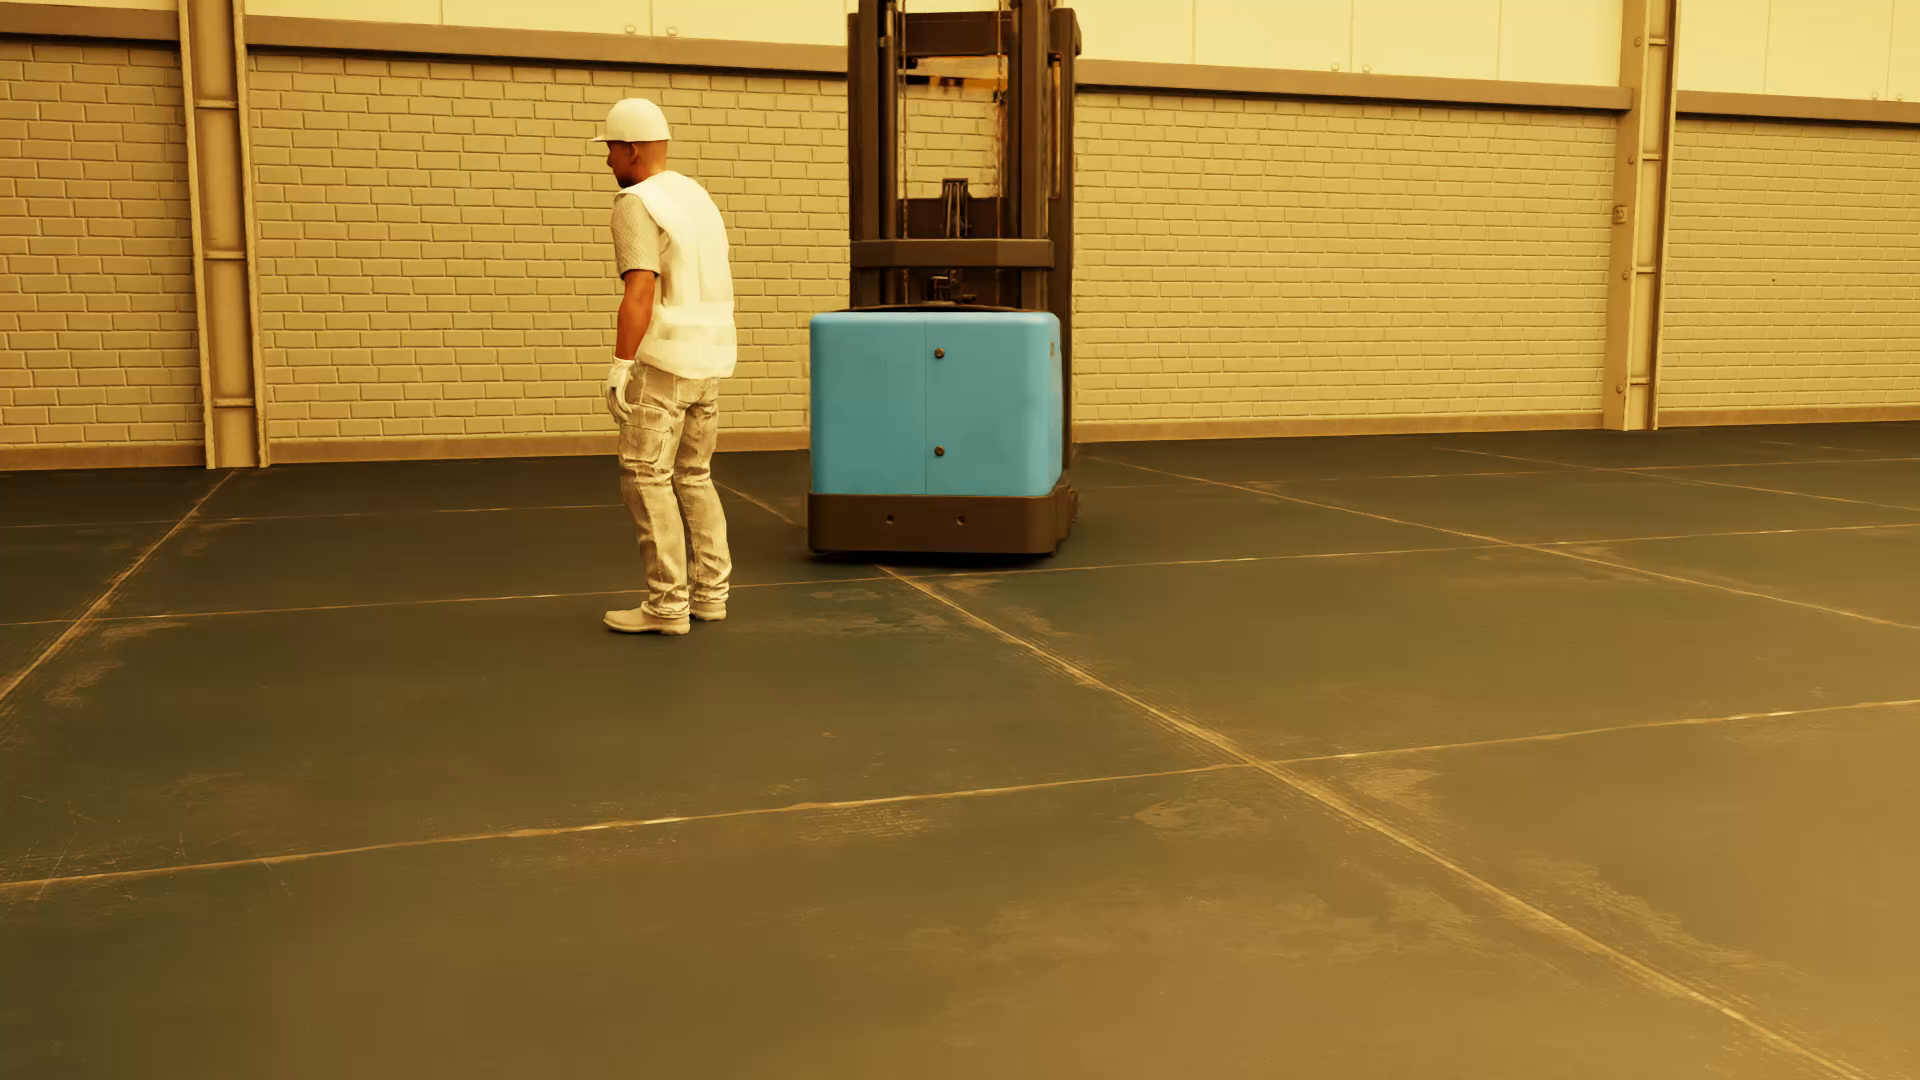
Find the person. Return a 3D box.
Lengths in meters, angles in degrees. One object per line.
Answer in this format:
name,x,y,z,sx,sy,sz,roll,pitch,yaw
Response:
person,-0.999,-0.579,5.616,0.451,1.773,0.624,3,8,19

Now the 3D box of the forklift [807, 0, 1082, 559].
forklift,0.034,-1.532,8.312,1.130,2.935,3.031,1,8,7
